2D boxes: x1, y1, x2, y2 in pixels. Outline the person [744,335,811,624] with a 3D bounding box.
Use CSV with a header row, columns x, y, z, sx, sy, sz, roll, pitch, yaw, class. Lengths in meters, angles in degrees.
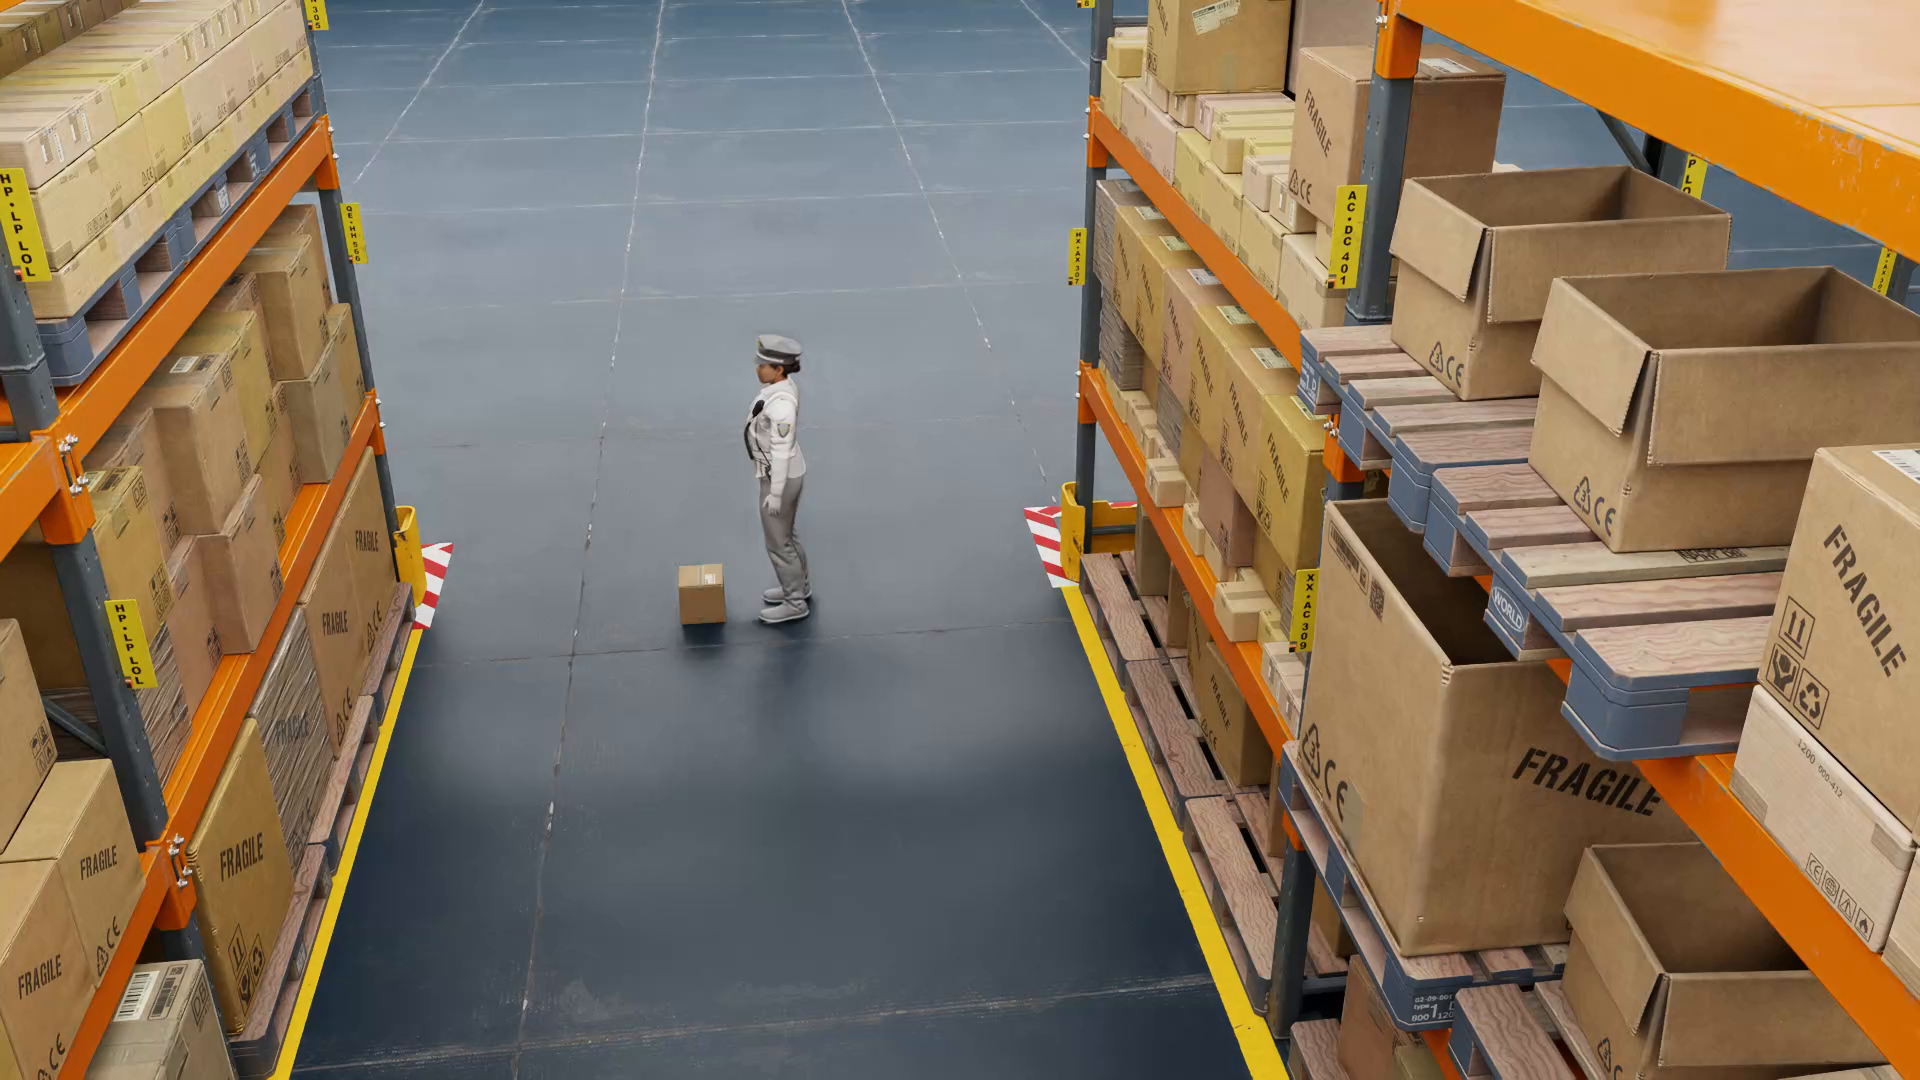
x,y,z,sx,sy,sz,roll,pitch,yaw,class
-1.015,-0.341,9.265,0.340,1.681,0.466,-3,27,-6,person
